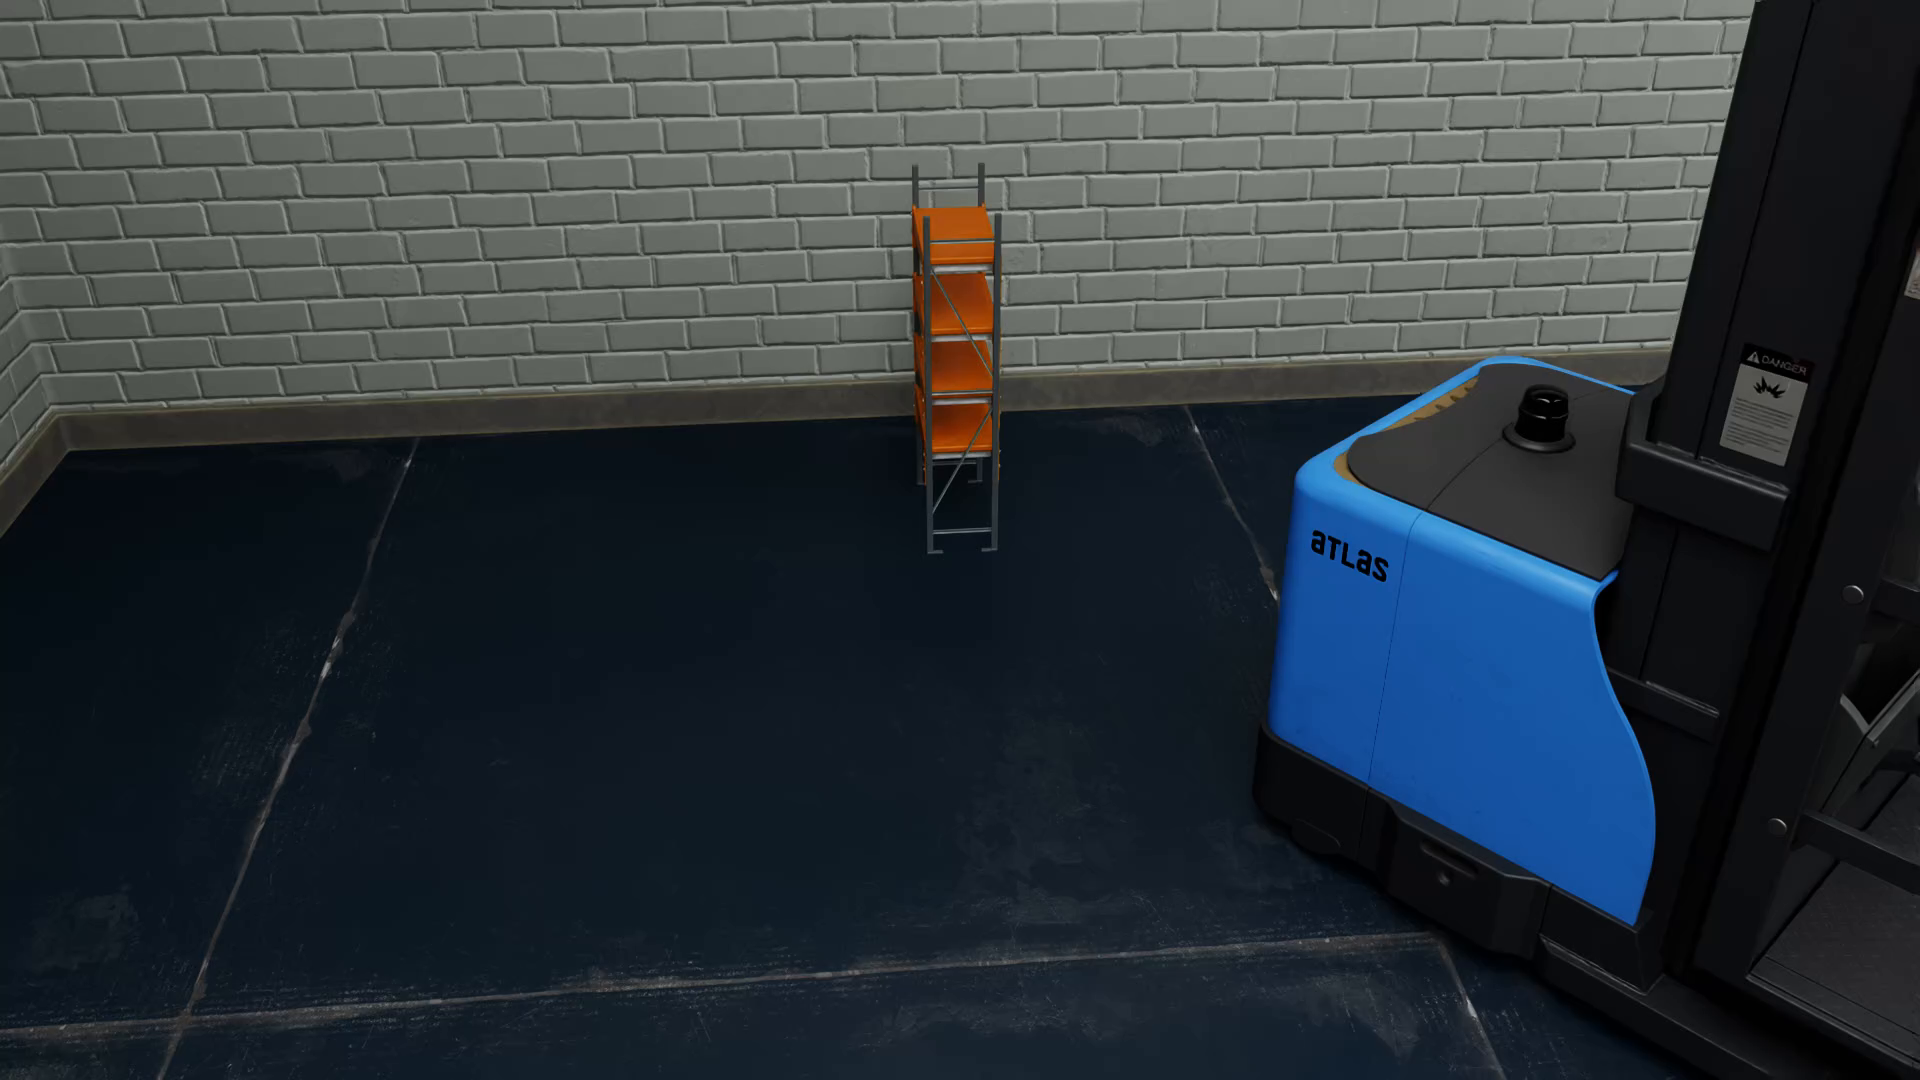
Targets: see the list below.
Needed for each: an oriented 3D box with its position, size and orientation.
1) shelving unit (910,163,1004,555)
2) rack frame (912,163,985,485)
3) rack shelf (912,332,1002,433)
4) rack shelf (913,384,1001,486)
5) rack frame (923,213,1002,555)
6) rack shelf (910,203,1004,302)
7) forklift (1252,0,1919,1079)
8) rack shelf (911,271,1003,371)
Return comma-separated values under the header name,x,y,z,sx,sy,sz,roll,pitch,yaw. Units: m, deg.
name,x,y,z,sx,sy,sz,roll,pitch,yaw
shelving unit,-0.015,-0.600,5.584,0.258,1.200,0.503,-3,31,-5
rack frame,-0.038,-0.724,5.792,0.240,1.200,0.015,-3,31,-5
rack shelf,-0.015,-0.542,5.618,0.258,0.148,0.480,-3,31,-5
rack shelf,-0.015,-0.371,5.720,0.258,0.148,0.480,-3,31,-5
rack frame,0.007,-0.475,5.375,0.240,1.200,0.015,-3,31,-5
rack shelf,-0.015,-0.937,5.382,0.258,0.148,0.480,-3,31,-5
forklift,2.180,-0.150,3.143,1.130,2.935,3.031,-27,40,-37
rack shelf,-0.015,-0.734,5.504,0.258,0.148,0.480,-3,31,-5
